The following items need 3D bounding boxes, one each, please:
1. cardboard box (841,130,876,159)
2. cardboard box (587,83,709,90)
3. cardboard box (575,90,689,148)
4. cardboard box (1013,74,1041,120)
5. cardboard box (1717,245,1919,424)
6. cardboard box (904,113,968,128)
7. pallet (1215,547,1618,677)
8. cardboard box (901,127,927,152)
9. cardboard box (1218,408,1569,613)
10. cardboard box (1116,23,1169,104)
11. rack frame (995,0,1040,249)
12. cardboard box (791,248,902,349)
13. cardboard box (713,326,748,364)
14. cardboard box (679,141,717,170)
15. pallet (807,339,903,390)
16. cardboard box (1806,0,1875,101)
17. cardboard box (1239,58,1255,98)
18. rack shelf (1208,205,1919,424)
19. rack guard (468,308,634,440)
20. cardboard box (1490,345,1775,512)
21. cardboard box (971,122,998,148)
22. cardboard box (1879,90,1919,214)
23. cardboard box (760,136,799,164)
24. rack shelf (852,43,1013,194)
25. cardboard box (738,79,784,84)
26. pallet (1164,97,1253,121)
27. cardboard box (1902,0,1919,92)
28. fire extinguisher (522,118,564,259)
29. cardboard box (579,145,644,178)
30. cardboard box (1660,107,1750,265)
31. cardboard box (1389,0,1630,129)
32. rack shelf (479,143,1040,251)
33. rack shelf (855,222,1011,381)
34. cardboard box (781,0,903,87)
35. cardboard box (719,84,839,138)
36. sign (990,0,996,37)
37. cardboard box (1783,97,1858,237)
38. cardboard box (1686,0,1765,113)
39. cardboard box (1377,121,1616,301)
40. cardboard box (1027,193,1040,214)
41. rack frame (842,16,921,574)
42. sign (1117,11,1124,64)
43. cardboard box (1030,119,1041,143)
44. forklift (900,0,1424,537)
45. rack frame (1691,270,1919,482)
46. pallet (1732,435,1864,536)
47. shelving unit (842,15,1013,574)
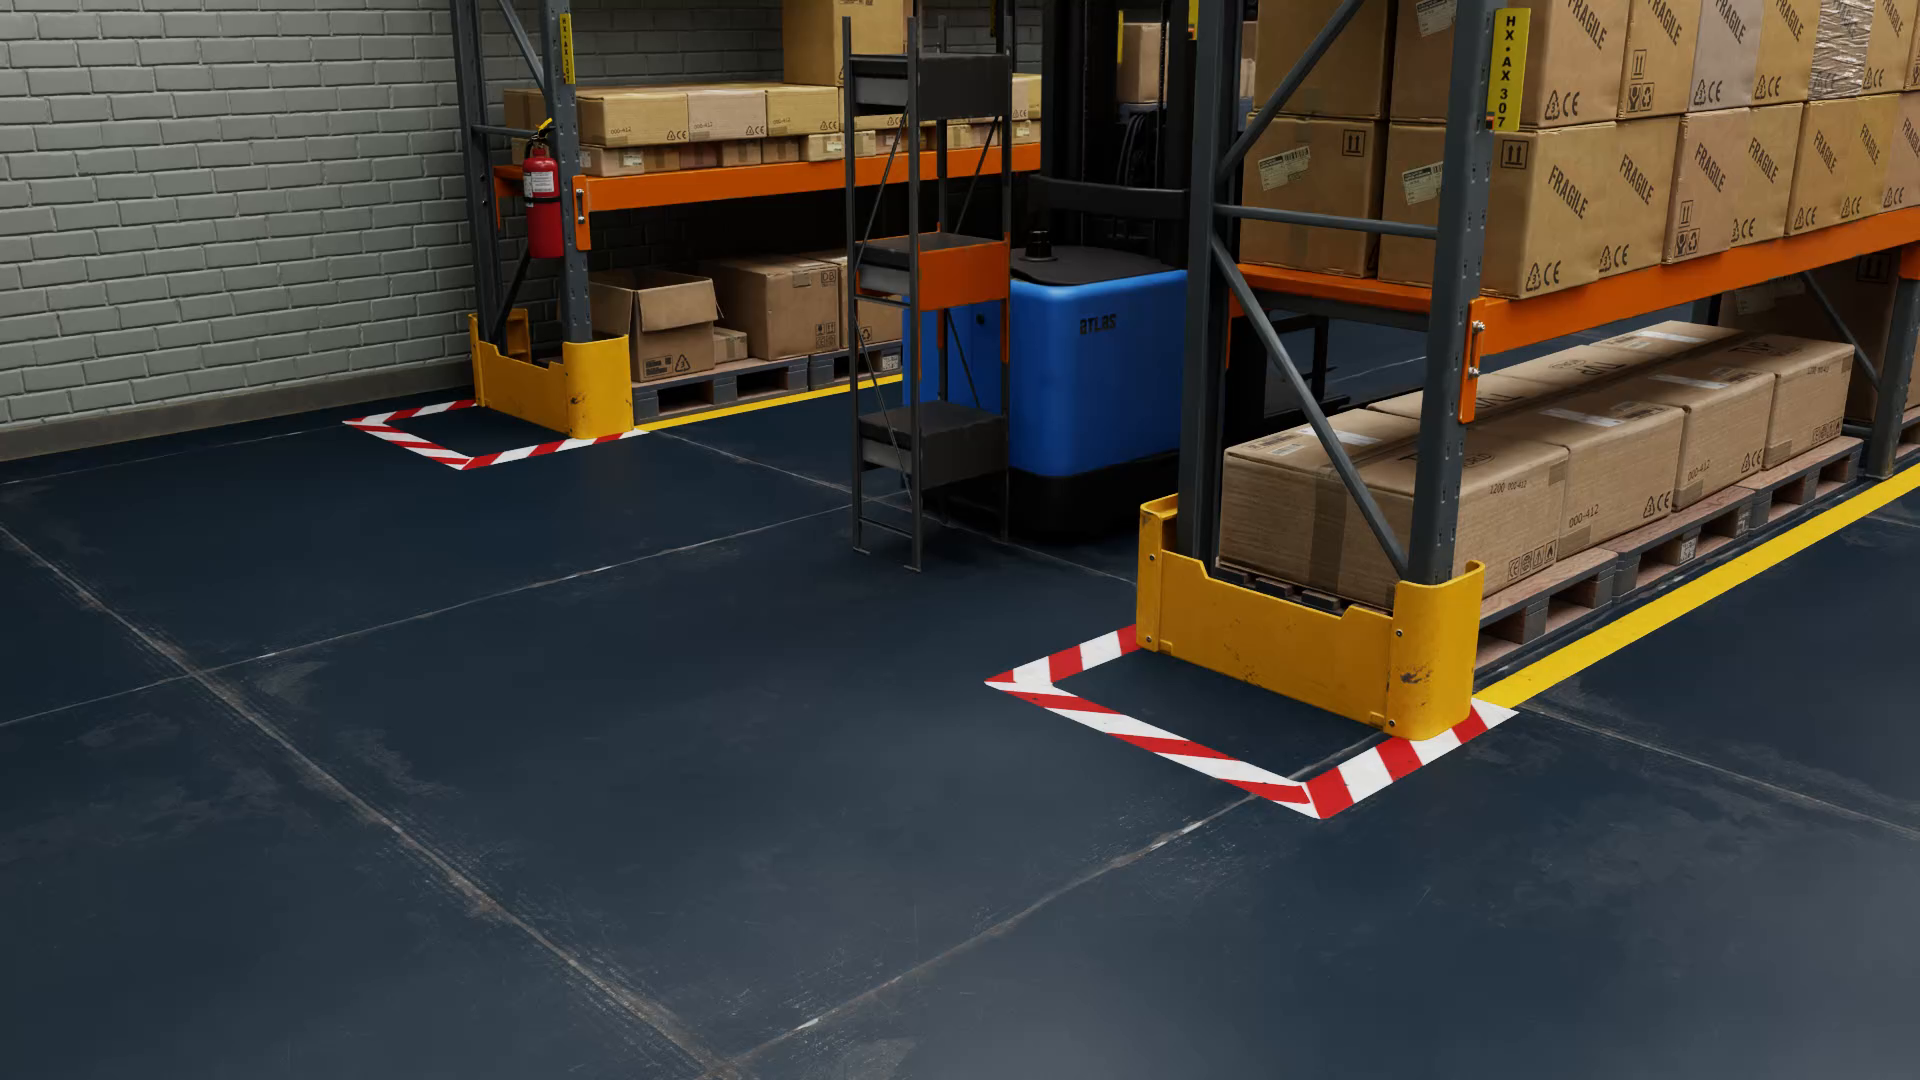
[{"bbox_3d":[-0.702,-2.298,9.616,0.250,0.149,0.380,-16,24,-40],"label":"cardboard box"},{"bbox_3d":[-1.749,-2.423,9.356,0.500,0.250,0.500,-16,24,-41],"label":"cardboard box"},{"bbox_3d":[-1.762,-2.193,8.646,0.500,0.250,0.500,-16,24,-41],"label":"cardboard box"},{"bbox_3d":[0.427,-2.842,10.648,0.500,0.250,0.500,-15,24,-39],"label":"cardboard box"},{"bbox_3d":[4.438,-1.161,8.467,0.875,0.875,0.875,-15,23,-39],"label":"cardboard box"},{"bbox_3d":[-0.298,-2.630,9.994,0.500,0.250,0.500,-16,24,-41],"label":"cardboard box"},{"bbox_3d":[1.663,0.164,6.137,1.213,0.211,1.003,-16,24,-41],"label":"pallet"},{"bbox_3d":[-0.415,-2.431,10.026,0.250,0.149,0.380,-16,24,-40],"label":"cardboard box"},{"bbox_3d":[1.547,-0.119,5.961,0.875,0.438,0.875,17,24,42],"label":"cardboard box"},{"bbox_3d":[1.135,-3.234,11.254,0.500,0.500,0.700,-15,24,-39],"label":"cardboard box"},{"bbox_3d":[0.630,-2.935,11.172,0.127,3.000,1.000,-16,24,-41],"label":"rack frame"},{"bbox_3d":[-0.667,-1.468,10.021,0.500,0.500,0.500,-16,24,-40],"label":"cardboard box"},{"bbox_3d":[-1.432,-1.120,9.518,0.380,0.149,0.250,17,24,42],"label":"cardboard box"},{"bbox_3d":[-1.529,-2.103,9.016,0.250,0.149,0.380,-17,24,-42],"label":"cardboard box"},{"bbox_3d":[-0.757,-1.203,10.353,1.213,0.211,1.003,-16,24,-41],"label":"pallet"},{"bbox_3d":[3.152,-1.969,6.410,0.500,0.500,0.500,-16,24,-40],"label":"cardboard box"},{"bbox_3d":[1.903,-3.279,11.771,0.258,0.266,0.396,-15,23,-38],"label":"cardboard box"},{"bbox_3d":[2.589,-1.057,6.548,4.000,0.370,1.077,-16,24,-41],"label":"rack shelf"},{"bbox_3d":[-2.222,-0.914,8.993,0.348,0.500,1.175,-16,24,-41],"label":"rack guard"},{"bbox_3d":[2.863,-0.505,7.153,0.875,0.438,0.875,17,25,42],"label":"cardboard box"},{"bbox_3d":[0.016,-2.521,10.304,0.250,0.149,0.380,-15,24,-39],"label":"cardboard box"},{"bbox_3d":[3.881,-1.715,7.249,0.500,0.500,0.500,-16,24,-40],"label":"cardboard box"},{"bbox_3d":[-1.114,-2.201,9.316,0.250,0.149,0.380,-16,24,-40],"label":"cardboard box"},{"bbox_3d":[-0.120,-1.617,6.341,0.480,0.518,0.431,-16,24,-41],"label":"rack shelf"},{"bbox_3d":[-1.006,-2.638,10.018,0.500,0.250,0.500,-16,24,-41],"label":"cardboard box"},{"bbox_3d":[2.126,-3.278,12.542,1.213,0.211,1.003,-16,24,-41],"label":"pallet"},{"bbox_3d":[3.890,-2.184,7.075,0.500,0.500,0.500,-17,24,-41],"label":"cardboard box"},{"bbox_3d":[-2.066,-1.738,8.212,0.183,0.674,0.296,-16,24,-41],"label":"fire extinguisher"},{"bbox_3d":[-1.849,-1.976,8.622,0.250,0.149,0.380,-16,24,-41],"label":"cardboard box"},{"bbox_3d":[2.413,-1.278,5.900,0.500,0.500,0.500,-16,24,-41],"label":"cardboard box"},{"bbox_3d":[1.681,-1.537,5.077,0.500,0.500,0.500,-17,25,-42],"label":"cardboard box"},{"bbox_3d":[-0.824,-2.169,9.976,4.000,0.370,1.077,-16,24,-41],"label":"rack shelf"},{"bbox_3d":[-0.120,-0.951,6.557,0.480,0.518,0.431,-16,24,-41],"label":"rack shelf"},{"bbox_3d":[-0.672,-2.868,9.511,0.500,0.500,0.500,-15,24,-39],"label":"cardboard box"},{"bbox_3d":[-1.030,-2.408,9.309,0.500,0.250,0.500,-17,24,-42],"label":"cardboard box"},{"bbox_3d":[0.246,-3.609,11.375,0.005,0.325,0.100,-16,24,-41],"label":"sign"},{"bbox_3d":[3.156,-1.495,6.570,0.500,0.500,0.500,-17,24,-42],"label":"cardboard box"},{"bbox_3d":[2.420,-1.758,5.761,0.500,0.500,0.500,-16,24,-41],"label":"cardboard box"},{"bbox_3d":[1.682,-1.060,5.230,0.500,0.500,0.500,-17,24,-41],"label":"cardboard box"},{"bbox_3d":[0.699,-2.397,11.833,0.380,0.149,0.250,17,24,42],"label":"cardboard box"},{"bbox_3d":[-0.298,-0.912,6.393,0.015,2.100,0.400,-16,24,-41],"label":"rack frame"},{"bbox_3d":[1.008,-3.226,10.669,0.005,0.325,0.100,-16,24,-41],"label":"sign"},{"bbox_3d":[0.397,-2.631,10.643,0.250,0.149,0.380,-15,24,-39],"label":"cardboard box"},{"bbox_3d":[1.159,-1.770,7.693,3.031,2.935,1.130,-16,24,-40],"label":"forklift"},{"bbox_3d":[4.043,-1.823,7.744,0.127,3.000,1.000,-16,24,-41],"label":"rack frame"},{"bbox_3d":[3.436,-0.353,7.731,1.213,0.211,1.003,-16,24,-41],"label":"pallet"},{"bbox_3d":[-0.120,-0.964,6.553,0.503,2.100,0.431,-16,24,-41],"label":"shelving unit"}]
